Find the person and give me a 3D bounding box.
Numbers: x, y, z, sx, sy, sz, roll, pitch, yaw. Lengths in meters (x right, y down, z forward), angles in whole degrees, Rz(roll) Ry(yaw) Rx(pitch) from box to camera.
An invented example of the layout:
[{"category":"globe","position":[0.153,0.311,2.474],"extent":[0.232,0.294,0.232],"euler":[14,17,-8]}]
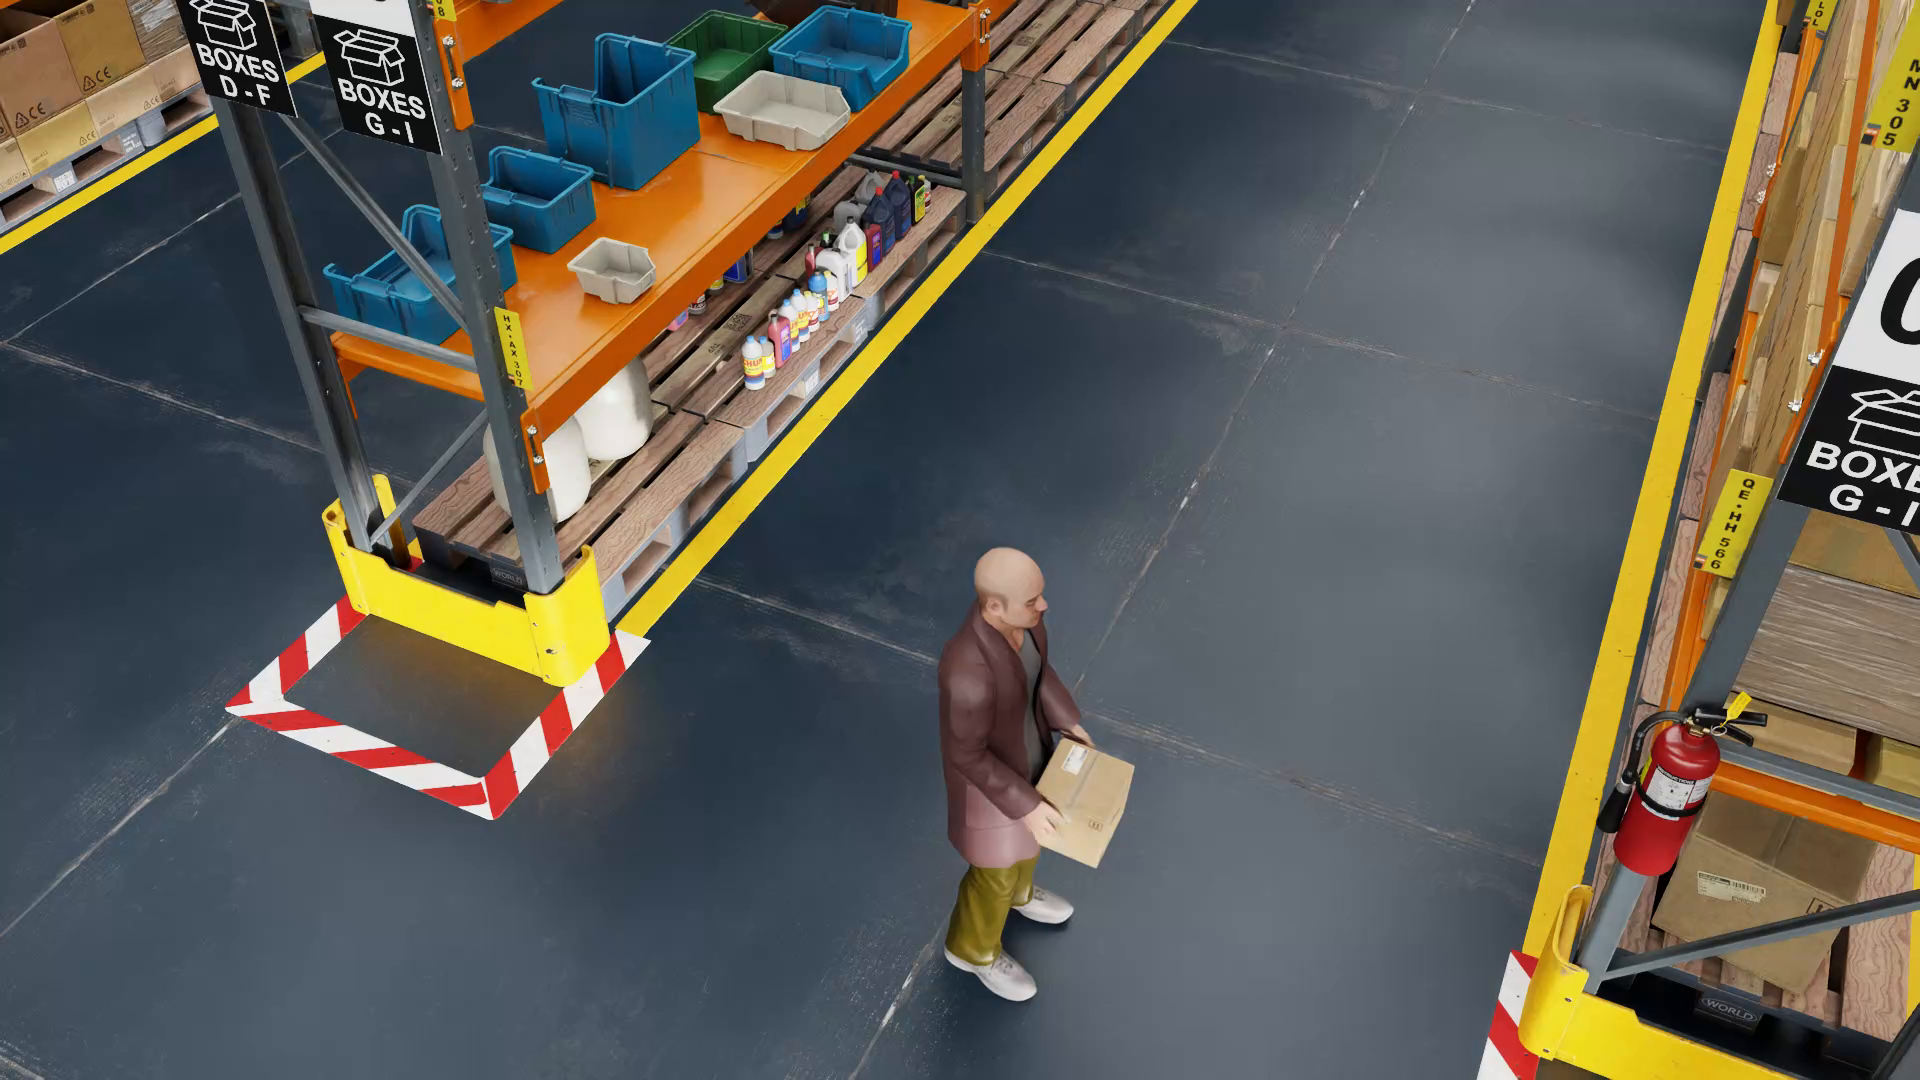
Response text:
[{"category":"person","position":[0.172,0.730,5.337],"extent":[0.455,1.782,0.577],"euler":[16,44,18]}]
